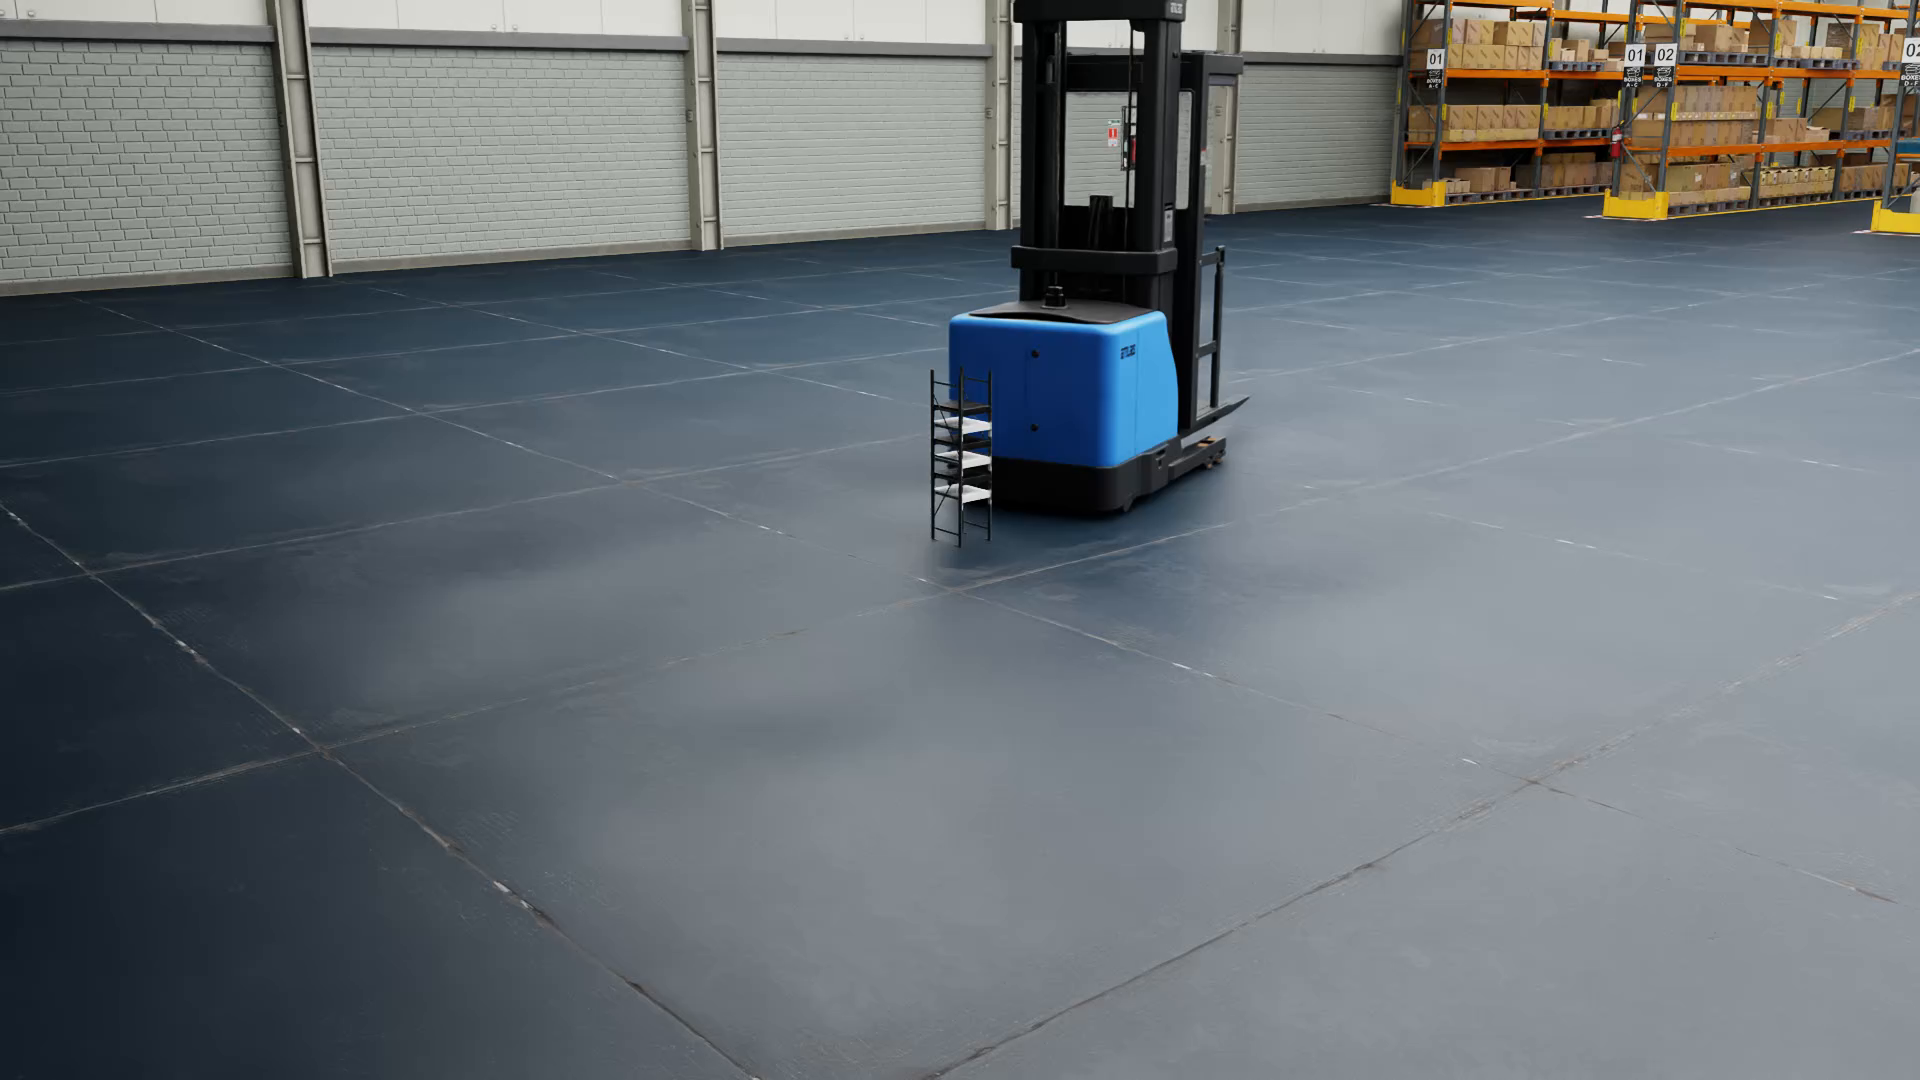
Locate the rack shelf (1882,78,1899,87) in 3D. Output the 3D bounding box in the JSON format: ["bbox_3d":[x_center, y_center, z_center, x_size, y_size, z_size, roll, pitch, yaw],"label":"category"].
[{"bbox_3d":[23.585,-11.155,40.280,4.000,0.370,1.077,-13,19,-39],"label":"rack shelf"}]

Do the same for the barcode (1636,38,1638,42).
[{"bbox_3d":[12.935,-9.556,31.776,0.075,0.075,0.001,-13,19,-39],"label":"barcode"}]

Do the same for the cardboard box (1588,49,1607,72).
[{"bbox_3d":[14.765,-11.308,39.219,0.637,0.503,0.797,-9,18,-32],"label":"cardboard box"}]

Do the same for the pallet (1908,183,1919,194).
[{"bbox_3d":[22.595,-8.483,40.100,1.213,0.211,1.003,-13,19,-39],"label":"pallet"}]

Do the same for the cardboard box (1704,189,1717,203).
[{"bbox_3d":[14.707,-6.857,33.124,0.500,0.250,0.500,-13,19,-39],"label":"cardboard box"}]

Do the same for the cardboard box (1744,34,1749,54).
[{"bbox_3d":[20.296,-12.908,43.277,0.500,0.500,0.500,-12,19,-39],"label":"cardboard box"}]

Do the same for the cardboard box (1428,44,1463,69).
[{"bbox_3d":[10.185,-10.160,34.930,0.500,0.500,0.500,-12,19,-38],"label":"cardboard box"}]

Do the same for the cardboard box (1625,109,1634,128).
[{"bbox_3d":[16.339,-10.235,40.444,0.500,0.500,0.500,-12,19,-38],"label":"cardboard box"}]

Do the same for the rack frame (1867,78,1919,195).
[{"bbox_3d":[22.076,-9.714,39.306,0.127,3.000,1.000,-13,19,-39],"label":"rack frame"}]

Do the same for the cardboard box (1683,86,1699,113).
[{"bbox_3d":[13.817,-8.532,32.173,0.500,0.500,0.700,-13,20,-41],"label":"cardboard box"}]

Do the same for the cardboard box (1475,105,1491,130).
[{"bbox_3d":[11.100,-9.135,35.936,0.500,0.500,0.500,-13,20,-41],"label":"cardboard box"}]

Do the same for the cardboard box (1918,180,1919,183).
[{"bbox_3d":[23.181,-8.736,40.279,0.250,0.166,0.380,-13,19,-39],"label":"cardboard box"}]

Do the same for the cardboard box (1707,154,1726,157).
[{"bbox_3d":[19.831,-10.116,43.582,0.250,0.149,0.380,-12,19,-38],"label":"cardboard box"}]

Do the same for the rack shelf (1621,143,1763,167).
[{"bbox_3d":[14.532,-7.673,33.056,4.000,0.370,1.077,-13,19,-39],"label":"rack shelf"}]

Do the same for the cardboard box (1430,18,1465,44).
[{"bbox_3d":[10.219,-10.653,34.839,0.500,0.500,0.500,14,21,43],"label":"cardboard box"}]

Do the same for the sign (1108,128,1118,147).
[{"bbox_3d":[2.829,-7.448,30.753,0.234,0.329,0.001,-13,19,-39],"label":"sign"}]

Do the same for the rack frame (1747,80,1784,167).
[{"bbox_3d":[21.839,-11.356,45.450,0.127,3.000,1.000,-13,19,-39],"label":"rack frame"}]

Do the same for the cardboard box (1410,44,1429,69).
[{"bbox_3d":[9.918,-10.272,35.350,0.500,0.500,0.500,-11,18,-35],"label":"cardboard box"}]

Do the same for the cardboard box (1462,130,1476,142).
[{"bbox_3d":[10.728,-8.694,35.738,0.500,0.250,0.500,-13,20,-41],"label":"cardboard box"}]

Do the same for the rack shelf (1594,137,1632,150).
[{"bbox_3d":[17.313,-9.992,41.738,4.000,0.370,1.077,-13,19,-39],"label":"rack shelf"}]

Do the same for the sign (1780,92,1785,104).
[{"bbox_3d":[22.185,-11.922,44.866,0.005,0.325,0.100,-13,19,-39],"label":"sign"}]

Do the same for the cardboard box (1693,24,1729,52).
[{"bbox_3d":[14.456,-9.678,32.077,0.500,0.500,0.500,-13,19,-39],"label":"cardboard box"}]

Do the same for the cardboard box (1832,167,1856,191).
[{"bbox_3d":[19.590,-8.063,37.115,0.500,0.500,0.500,-12,19,-37],"label":"cardboard box"}]

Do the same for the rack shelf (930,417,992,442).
[{"bbox_3d":[0.006,-0.578,8.601,0.200,0.077,0.258,-13,20,-39],"label":"rack shelf"}]

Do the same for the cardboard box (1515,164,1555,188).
[{"bbox_3d":[13.331,-8.456,38.585,0.500,0.500,0.700,-12,19,-38],"label":"cardboard box"}]

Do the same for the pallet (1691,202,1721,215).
[{"bbox_3d":[14.493,-6.678,33.340,1.213,0.211,1.003,-13,19,-39],"label":"pallet"}]

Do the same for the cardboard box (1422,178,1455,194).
[{"bbox_3d":[10.350,-7.658,35.967,0.500,0.311,0.500,13,20,41],"label":"cardboard box"}]

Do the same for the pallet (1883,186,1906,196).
[{"bbox_3d":[21.487,-8.222,39.122,1.213,0.211,1.003,-13,19,-39],"label":"pallet"}]

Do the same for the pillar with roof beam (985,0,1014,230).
[{"bbox_3d":[3.503,-8.960,24.855,0.400,9.000,9.100,-13,19,-39],"label":"pillar with roof beam"}]

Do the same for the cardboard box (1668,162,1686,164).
[{"bbox_3d":[14.356,-7.324,33.417,0.500,0.500,0.500,-13,19,-39],"label":"cardboard box"}]

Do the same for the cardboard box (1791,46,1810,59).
[{"bbox_3d":[17.524,-10.251,34.978,0.500,0.250,0.500,14,20,42],"label":"cardboard box"}]

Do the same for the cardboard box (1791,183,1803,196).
[{"bbox_3d":[17.668,-7.514,35.583,0.500,0.250,0.500,-12,19,-38],"label":"cardboard box"}]

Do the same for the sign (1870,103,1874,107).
[{"bbox_3d":[21.714,-10.237,39.584,0.005,0.325,0.100,-13,19,-39],"label":"sign"}]

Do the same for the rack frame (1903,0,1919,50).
[{"bbox_3d":[16.272,-9.615,27.308,0.127,3.000,1.000,-13,19,-39],"label":"rack frame"}]

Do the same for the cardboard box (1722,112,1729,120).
[{"bbox_3d":[15.018,-8.418,33.003,0.250,0.149,0.380,-12,19,-38],"label":"cardboard box"}]

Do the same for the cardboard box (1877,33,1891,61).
[{"bbox_3d":[20.643,-11.166,37.725,0.600,0.600,0.600,-14,20,-41],"label":"cardboard box"}]

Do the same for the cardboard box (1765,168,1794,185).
[{"bbox_3d":[17.287,-7.698,35.184,0.500,0.311,0.500,-14,20,-41],"label":"cardboard box"}]

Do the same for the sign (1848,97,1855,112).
[{"bbox_3d":[19.426,-9.489,36.217,0.005,0.325,0.100,-13,19,-39],"label":"sign"}]

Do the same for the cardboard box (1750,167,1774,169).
[{"bbox_3d":[17.306,-7.887,35.891,0.500,0.311,0.500,-13,20,-40],"label":"cardboard box"}]

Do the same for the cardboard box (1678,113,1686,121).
[{"bbox_3d":[13.658,-8.113,31.860,0.250,0.149,0.380,-13,20,-41],"label":"cardboard box"}]

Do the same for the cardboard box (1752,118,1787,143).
[{"bbox_3d":[17.029,-8.624,35.028,0.500,0.500,0.500,-11,18,-35],"label":"cardboard box"}]

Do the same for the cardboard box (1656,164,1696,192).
[{"bbox_3d":[13.950,-7.051,32.396,0.500,0.500,0.500,-13,19,-39],"label":"cardboard box"}]

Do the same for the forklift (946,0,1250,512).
[{"bbox_3d":[1.044,-1.905,10.203,1.130,2.935,3.031,8,17,26],"label":"forklift"}]

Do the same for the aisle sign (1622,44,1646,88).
[{"bbox_3d":[12.781,-8.984,31.532,0.004,0.787,0.394,-13,19,-39],"label":"aisle sign"}]

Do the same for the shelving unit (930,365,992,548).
[{"bbox_3d":[0.006,-0.436,8.639,0.210,0.900,0.258,-13,20,-39],"label":"shelving unit"}]

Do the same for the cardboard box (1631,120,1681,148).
[{"bbox_3d":[13.384,-7.806,31.969,0.500,0.500,0.700,-13,19,-39],"label":"cardboard box"}]

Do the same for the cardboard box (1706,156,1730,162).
[{"bbox_3d":[19.834,-9.865,43.898,0.500,0.500,0.700,-13,20,-40],"label":"cardboard box"}]

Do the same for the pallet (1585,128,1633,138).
[{"bbox_3d":[15.336,-9.766,39.872,1.003,0.211,1.213,-13,19,-39],"label":"pallet"}]

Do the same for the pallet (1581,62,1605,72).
[{"bbox_3d":[14.103,-10.941,38.451,1.003,0.211,1.213,-13,19,-39],"label":"pallet"}]

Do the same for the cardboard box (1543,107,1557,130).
[{"bbox_3d":[13.193,-9.663,38.068,0.500,0.500,0.700,-13,19,-39],"label":"cardboard box"}]

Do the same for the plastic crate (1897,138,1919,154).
[{"bbox_3d":[16.454,-6.788,28.637,0.616,0.251,0.499,-13,19,-39],"label":"plastic crate"}]
